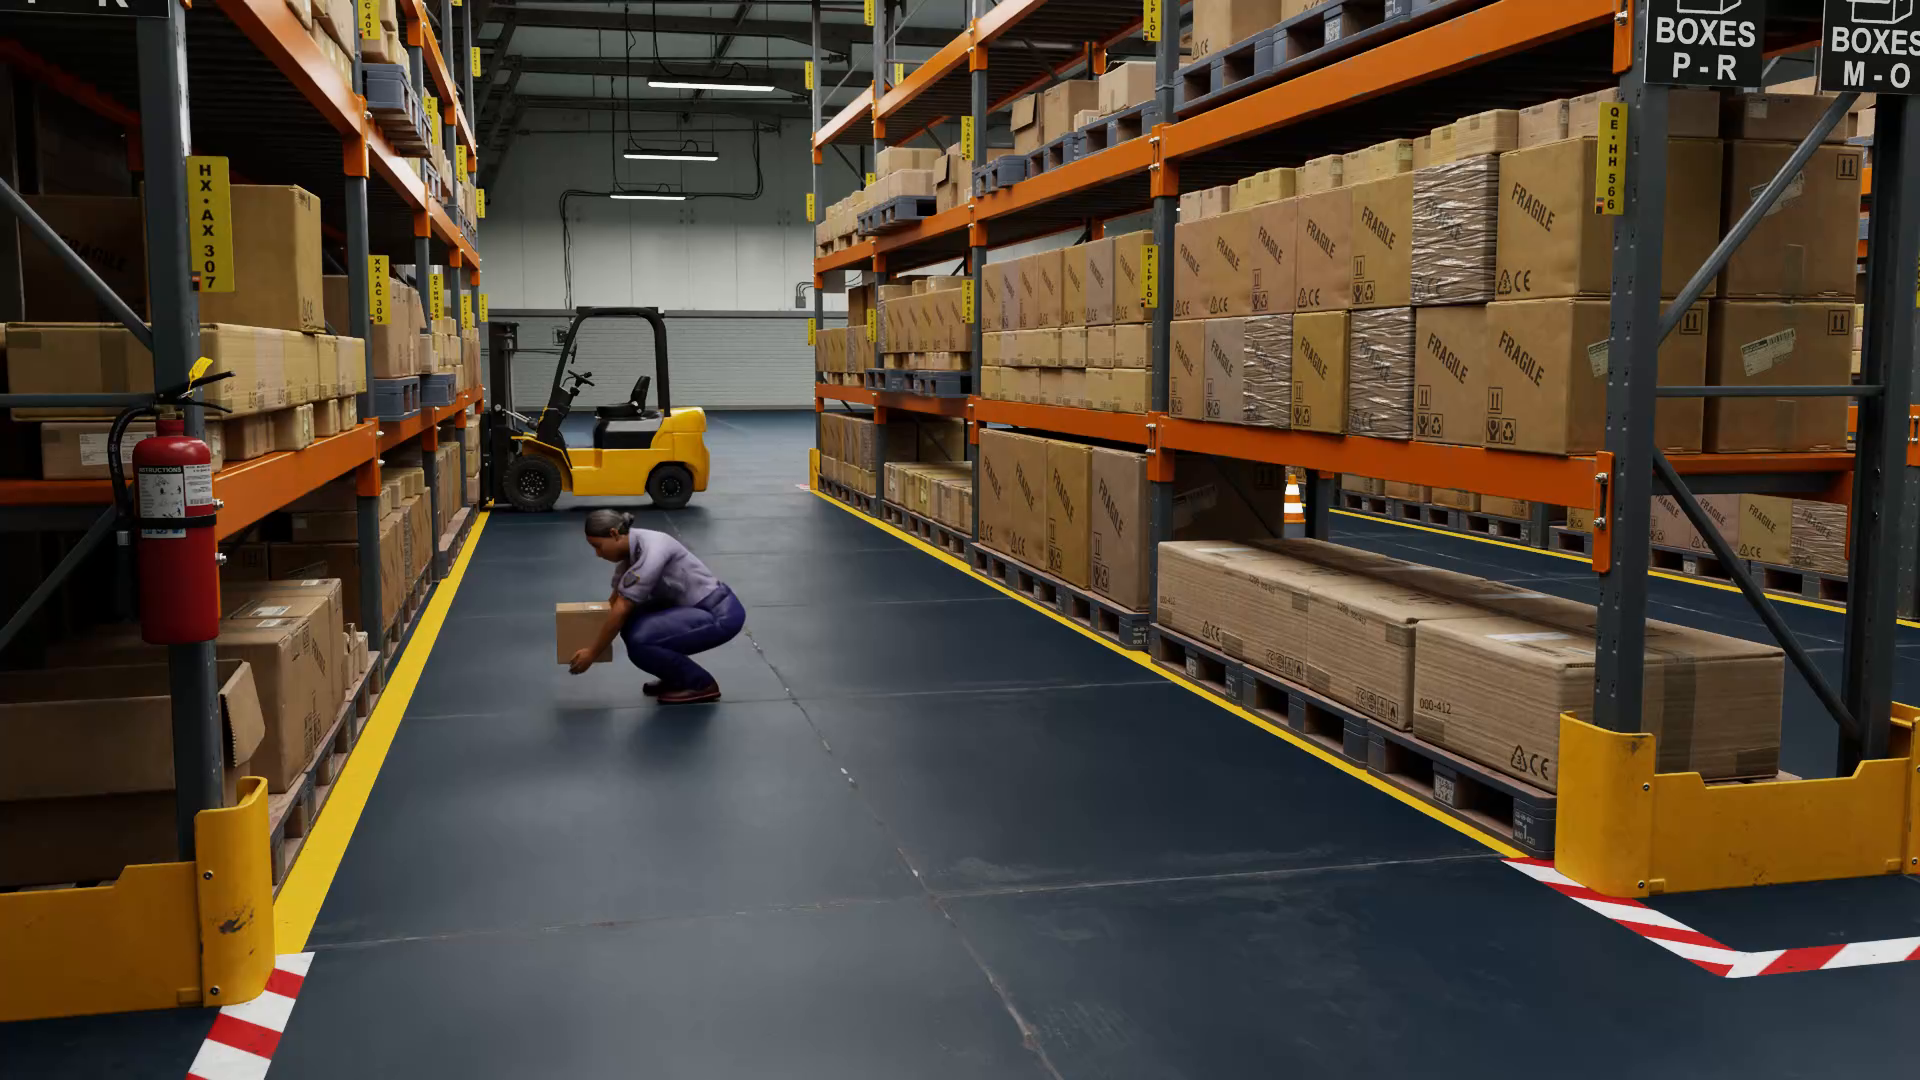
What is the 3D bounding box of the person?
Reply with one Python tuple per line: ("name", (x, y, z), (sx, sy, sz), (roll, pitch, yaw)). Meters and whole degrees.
("person", (-1.439, 0.302, 7.888), (0.831, 0.924, 0.520), (-2, 6, -14))
